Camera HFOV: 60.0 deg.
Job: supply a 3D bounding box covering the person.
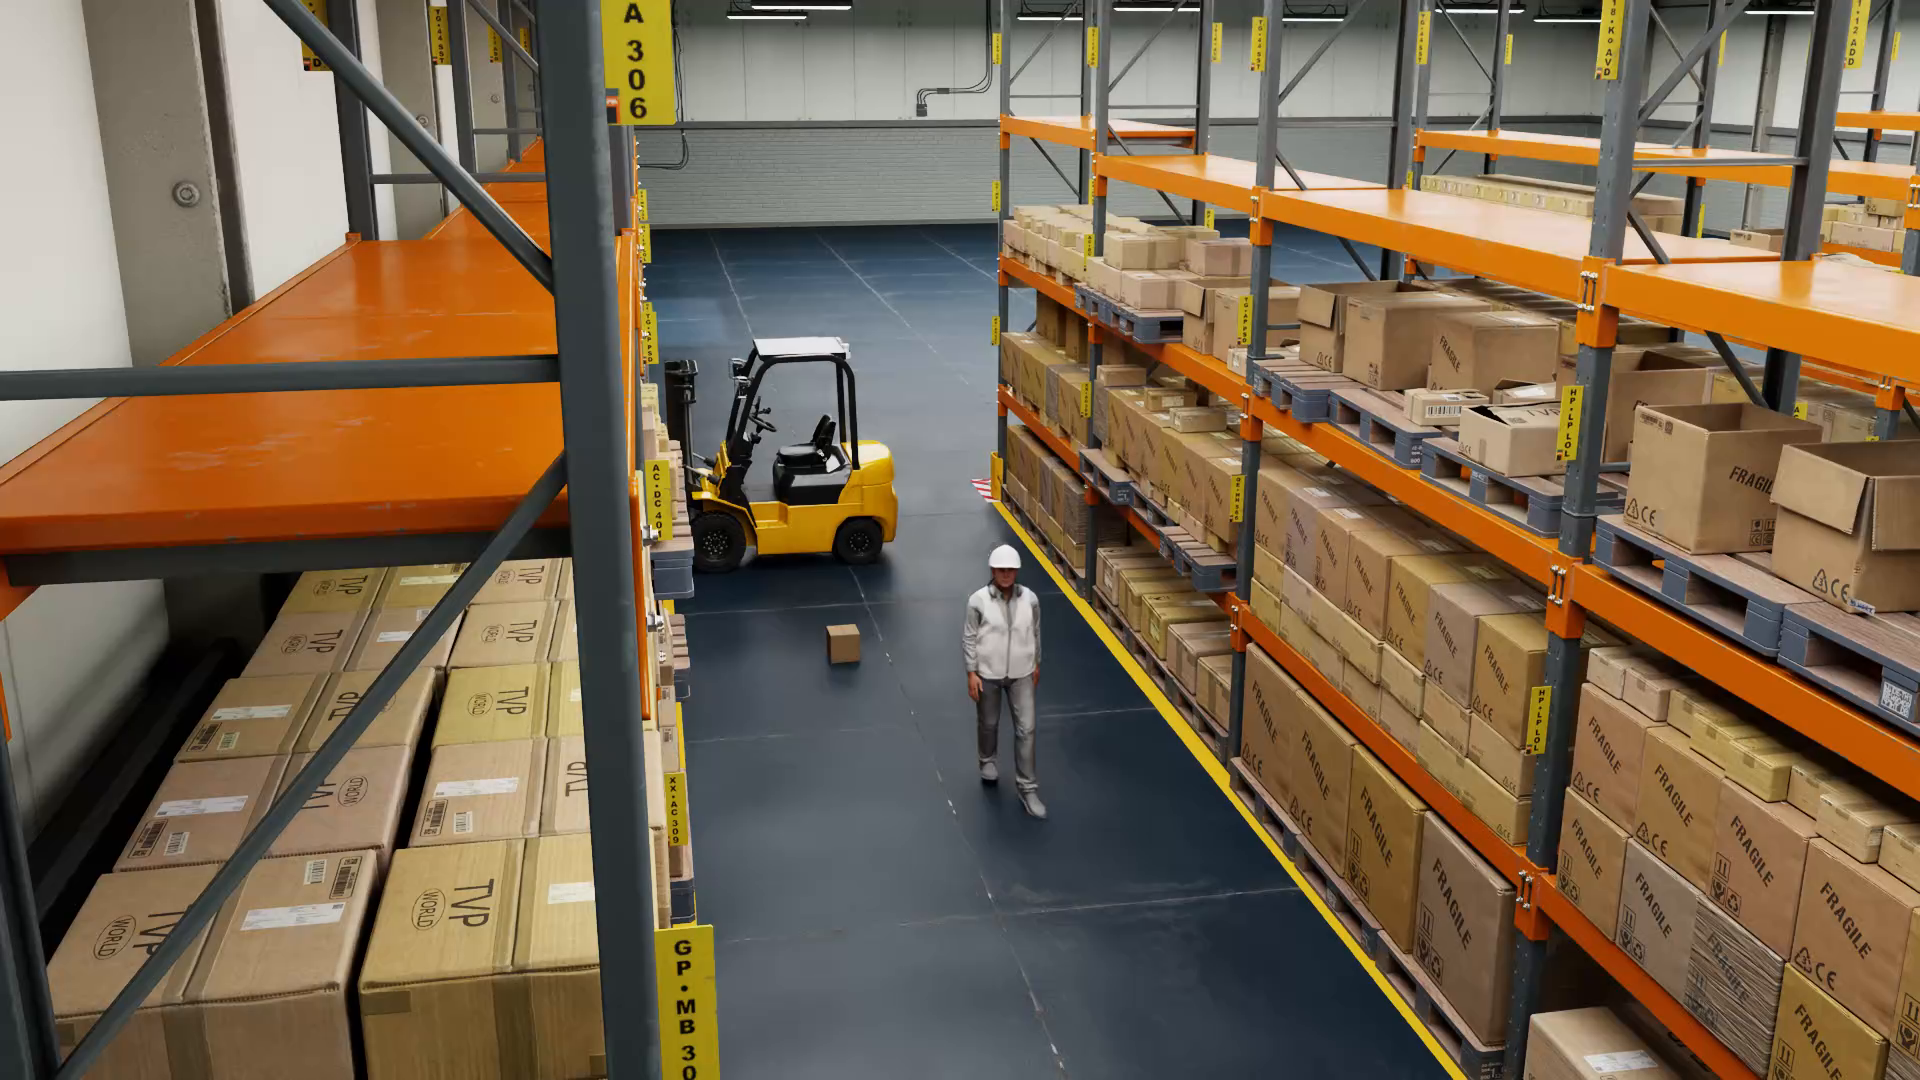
[{"bbox_3d":[0.306,0.920,11.318,0.572,1.764,0.877,-2,16,-8],"label":"person"}]
